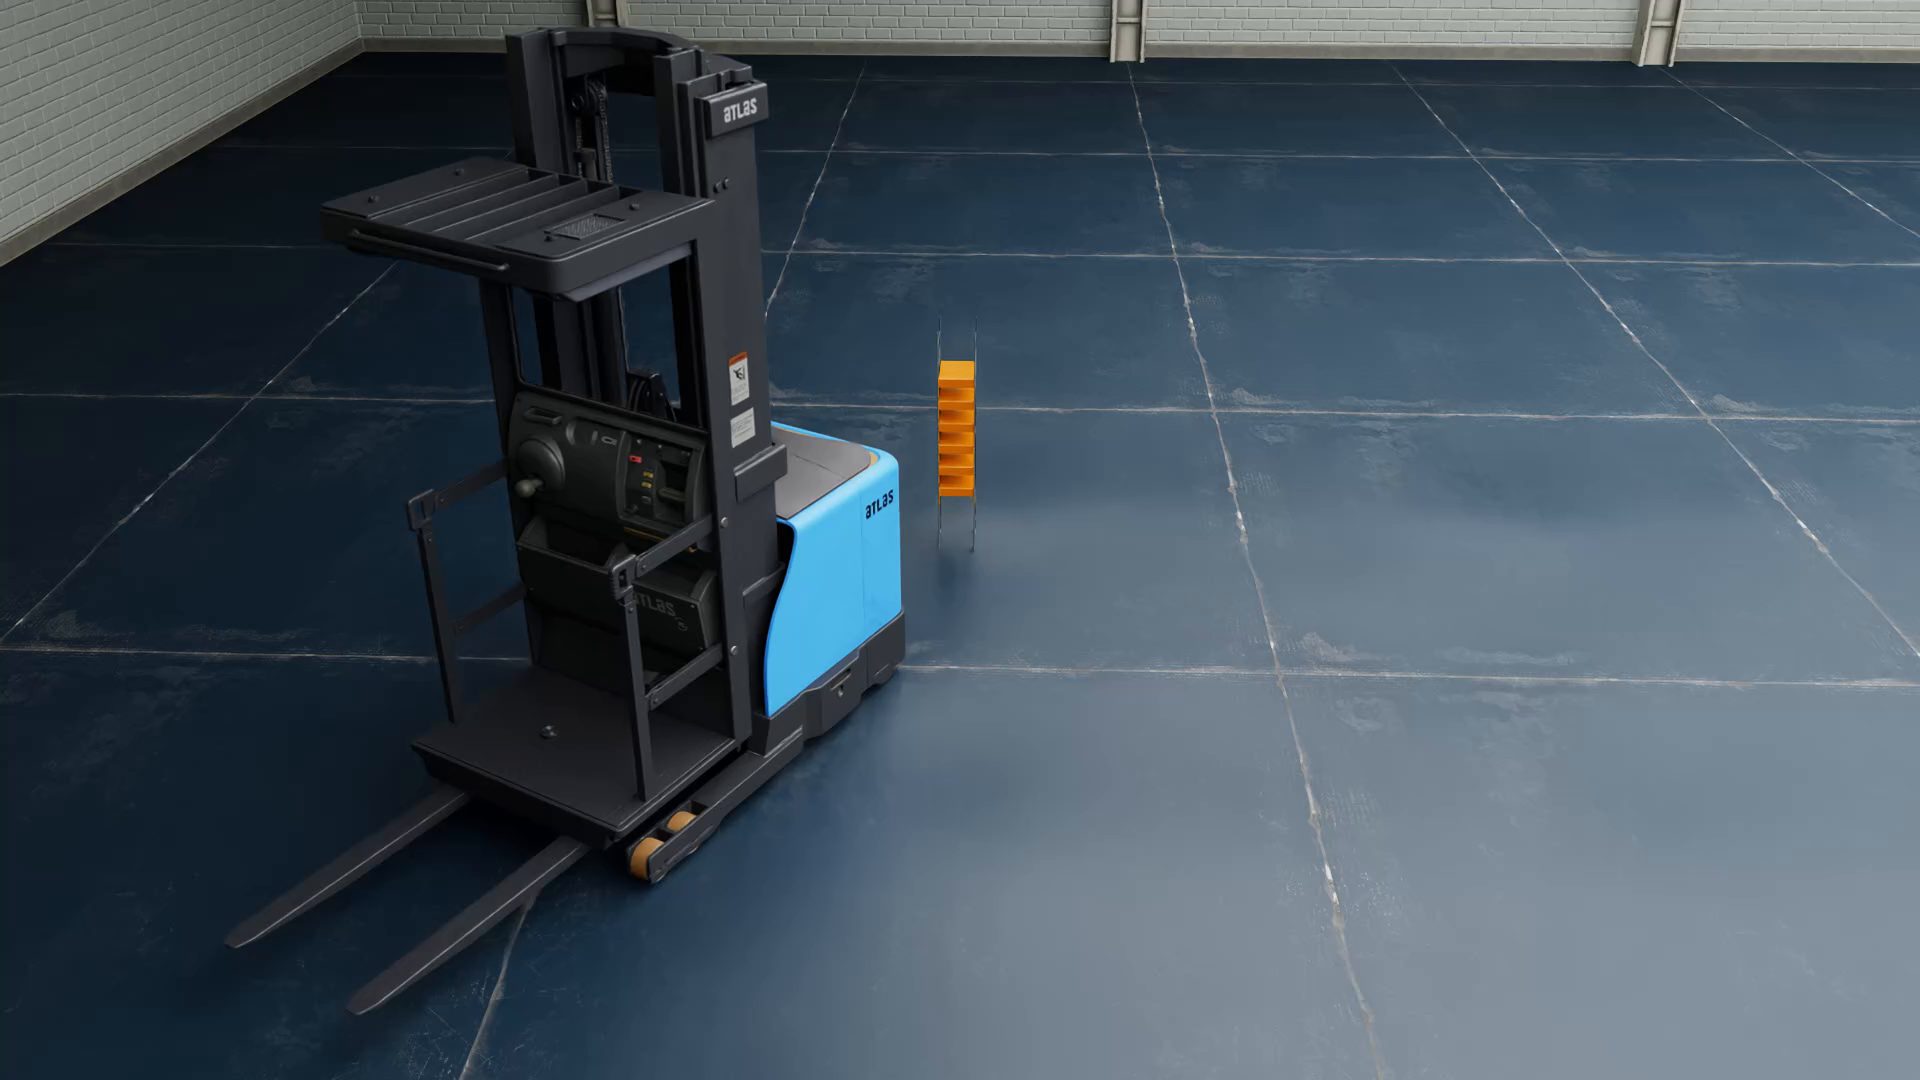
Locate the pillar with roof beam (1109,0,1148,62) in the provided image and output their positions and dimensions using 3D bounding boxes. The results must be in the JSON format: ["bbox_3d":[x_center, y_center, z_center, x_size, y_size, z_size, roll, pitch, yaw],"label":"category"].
[{"bbox_3d":[1.773,-7.522,13.332,0.400,9.000,9.100,1,28,2],"label":"pillar with roof beam"}]

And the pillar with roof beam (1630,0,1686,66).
[{"bbox_3d":[7.769,-7.423,13.145,0.400,9.000,9.100,1,28,2],"label":"pillar with roof beam"}]

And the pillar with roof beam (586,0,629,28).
[{"bbox_3d":[-4.223,-7.621,13.519,0.400,9.000,9.100,1,28,2],"label":"pillar with roof beam"}]

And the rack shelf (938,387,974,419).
[{"bbox_3d":[-0.014,-0.703,8.378,0.180,0.103,0.258,1,28,2],"label":"rack shelf"}]

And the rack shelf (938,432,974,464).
[{"bbox_3d":[-0.014,-0.491,8.490,0.180,0.103,0.258,1,28,2],"label":"rack shelf"}]

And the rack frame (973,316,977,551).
[{"bbox_3d":[0.077,-0.529,8.467,0.006,1.200,0.240,1,28,2],"label":"rack frame"}]

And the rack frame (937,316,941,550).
[{"bbox_3d":[-0.106,-0.532,8.472,0.006,1.200,0.240,1,28,2],"label":"rack frame"}]

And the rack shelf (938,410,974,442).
[{"bbox_3d":[-0.014,-0.597,8.434,0.180,0.103,0.258,1,28,2],"label":"rack shelf"}]

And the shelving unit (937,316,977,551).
[{"bbox_3d":[-0.014,-0.530,8.469,0.189,1.200,0.258,1,28,2],"label":"shelving unit"}]

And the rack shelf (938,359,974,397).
[{"bbox_3d":[-0.014,-0.809,8.322,0.180,0.103,0.258,1,28,2],"label":"rack shelf"}]

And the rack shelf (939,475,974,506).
[{"bbox_3d":[-0.014,-0.279,8.603,0.180,0.103,0.258,1,28,2],"label":"rack shelf"}]

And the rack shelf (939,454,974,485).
[{"bbox_3d":[-0.014,-0.385,8.546,0.180,0.103,0.258,1,28,2],"label":"rack shelf"}]

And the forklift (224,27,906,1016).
[{"bbox_3d":[-1.446,-0.247,6.087,1.130,2.935,3.031,16,32,27],"label":"forklift"}]
